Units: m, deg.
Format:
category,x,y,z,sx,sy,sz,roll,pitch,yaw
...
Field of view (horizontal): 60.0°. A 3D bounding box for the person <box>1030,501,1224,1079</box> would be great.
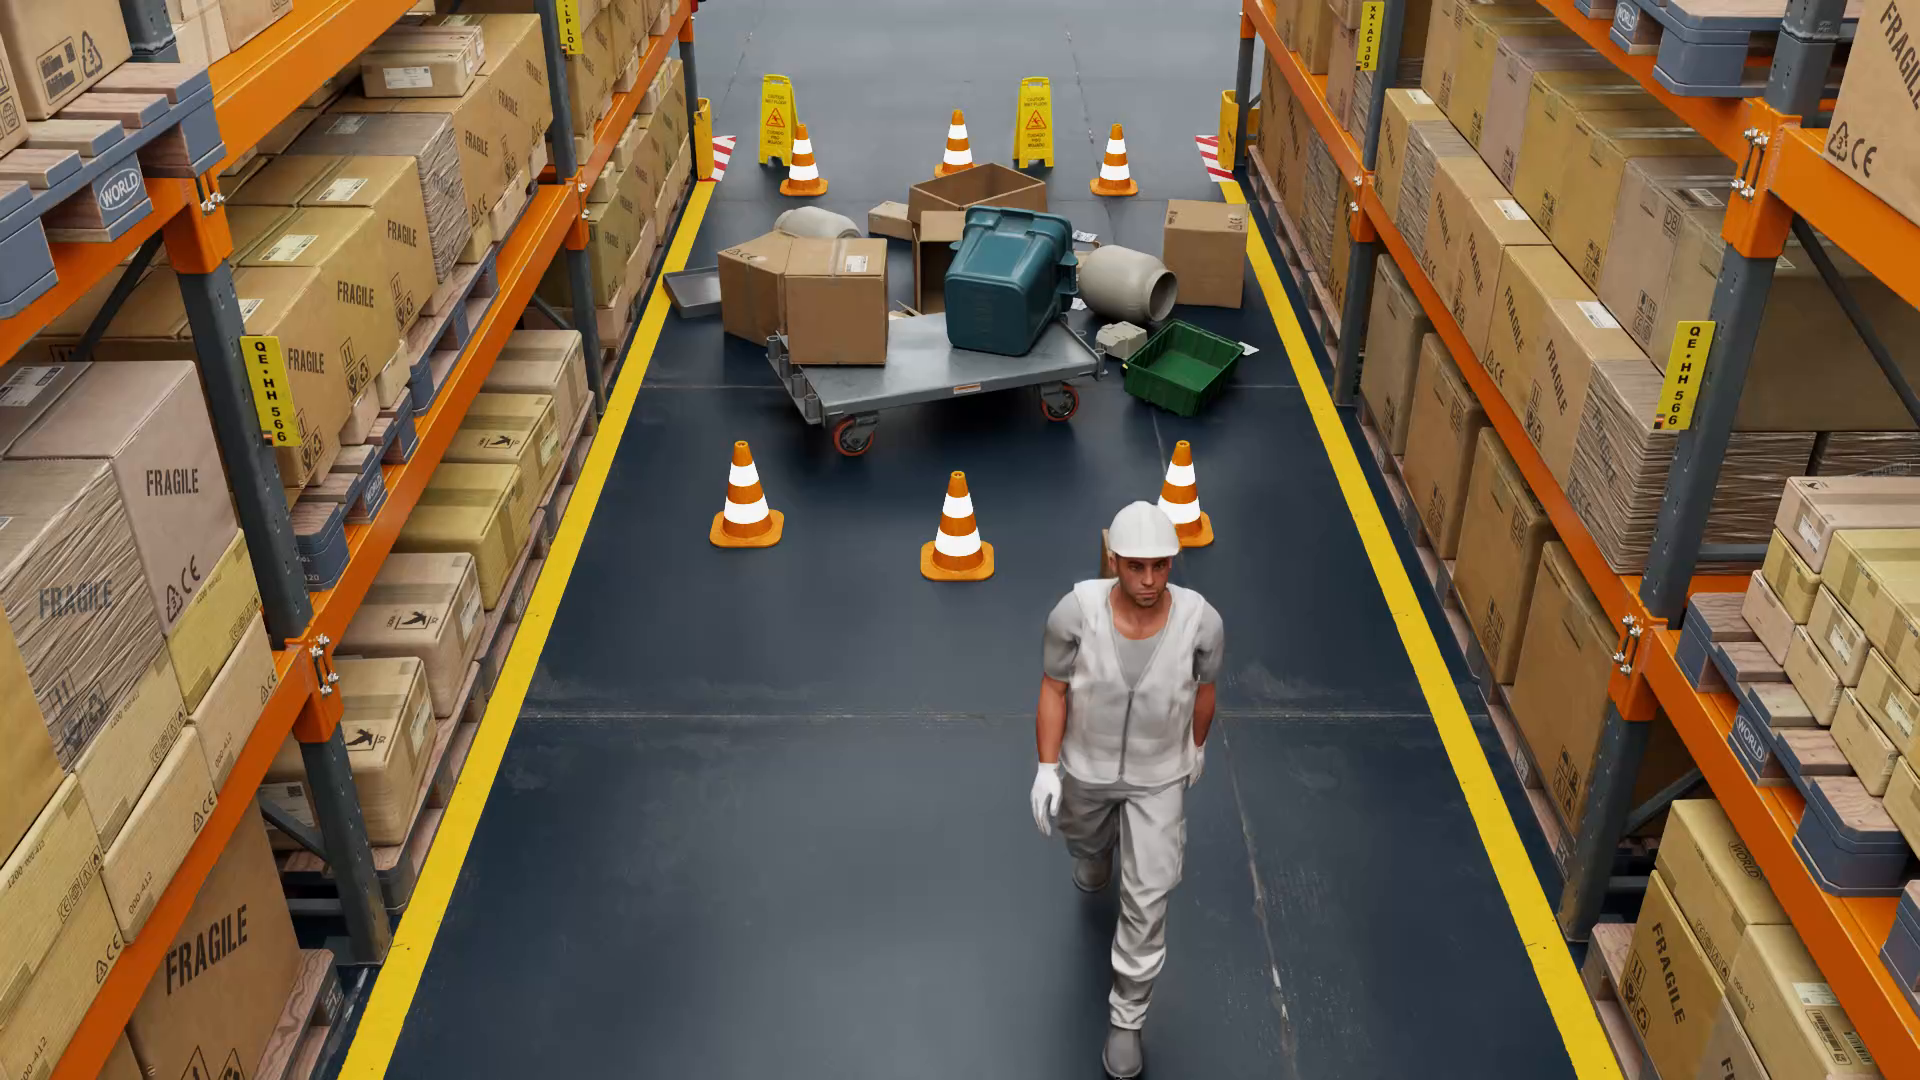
category,x,y,z,sx,sy,sz,roll,pitch,yaw
person,0.495,0.661,5.020,0.529,1.747,1.036,5,32,8
